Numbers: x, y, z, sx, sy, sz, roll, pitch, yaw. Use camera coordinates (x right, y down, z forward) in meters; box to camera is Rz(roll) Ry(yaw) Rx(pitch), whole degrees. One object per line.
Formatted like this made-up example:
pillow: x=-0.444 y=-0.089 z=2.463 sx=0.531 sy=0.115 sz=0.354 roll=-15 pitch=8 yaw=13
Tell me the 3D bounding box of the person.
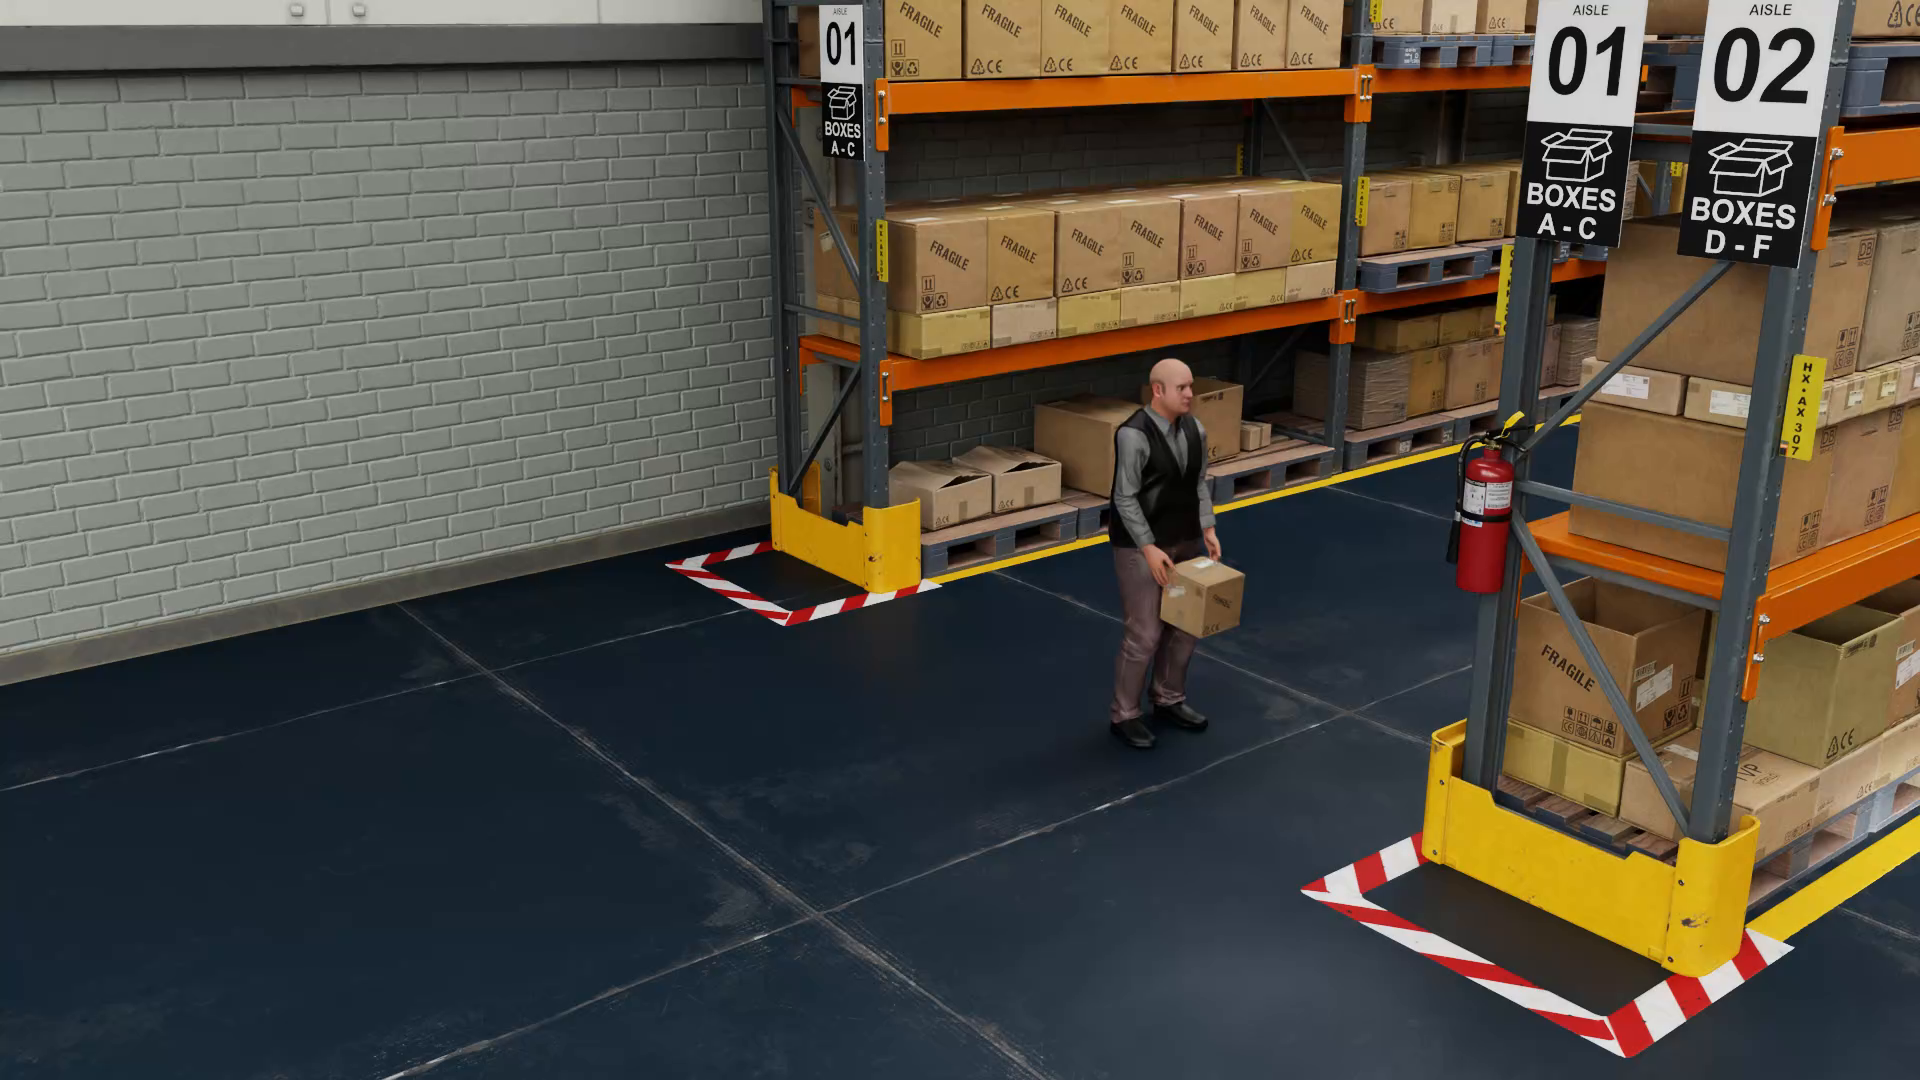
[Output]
person: x=0.904 y=0.038 z=7.459 sx=0.551 sy=1.727 sz=0.446 roll=-14 pitch=22 yaw=-37
